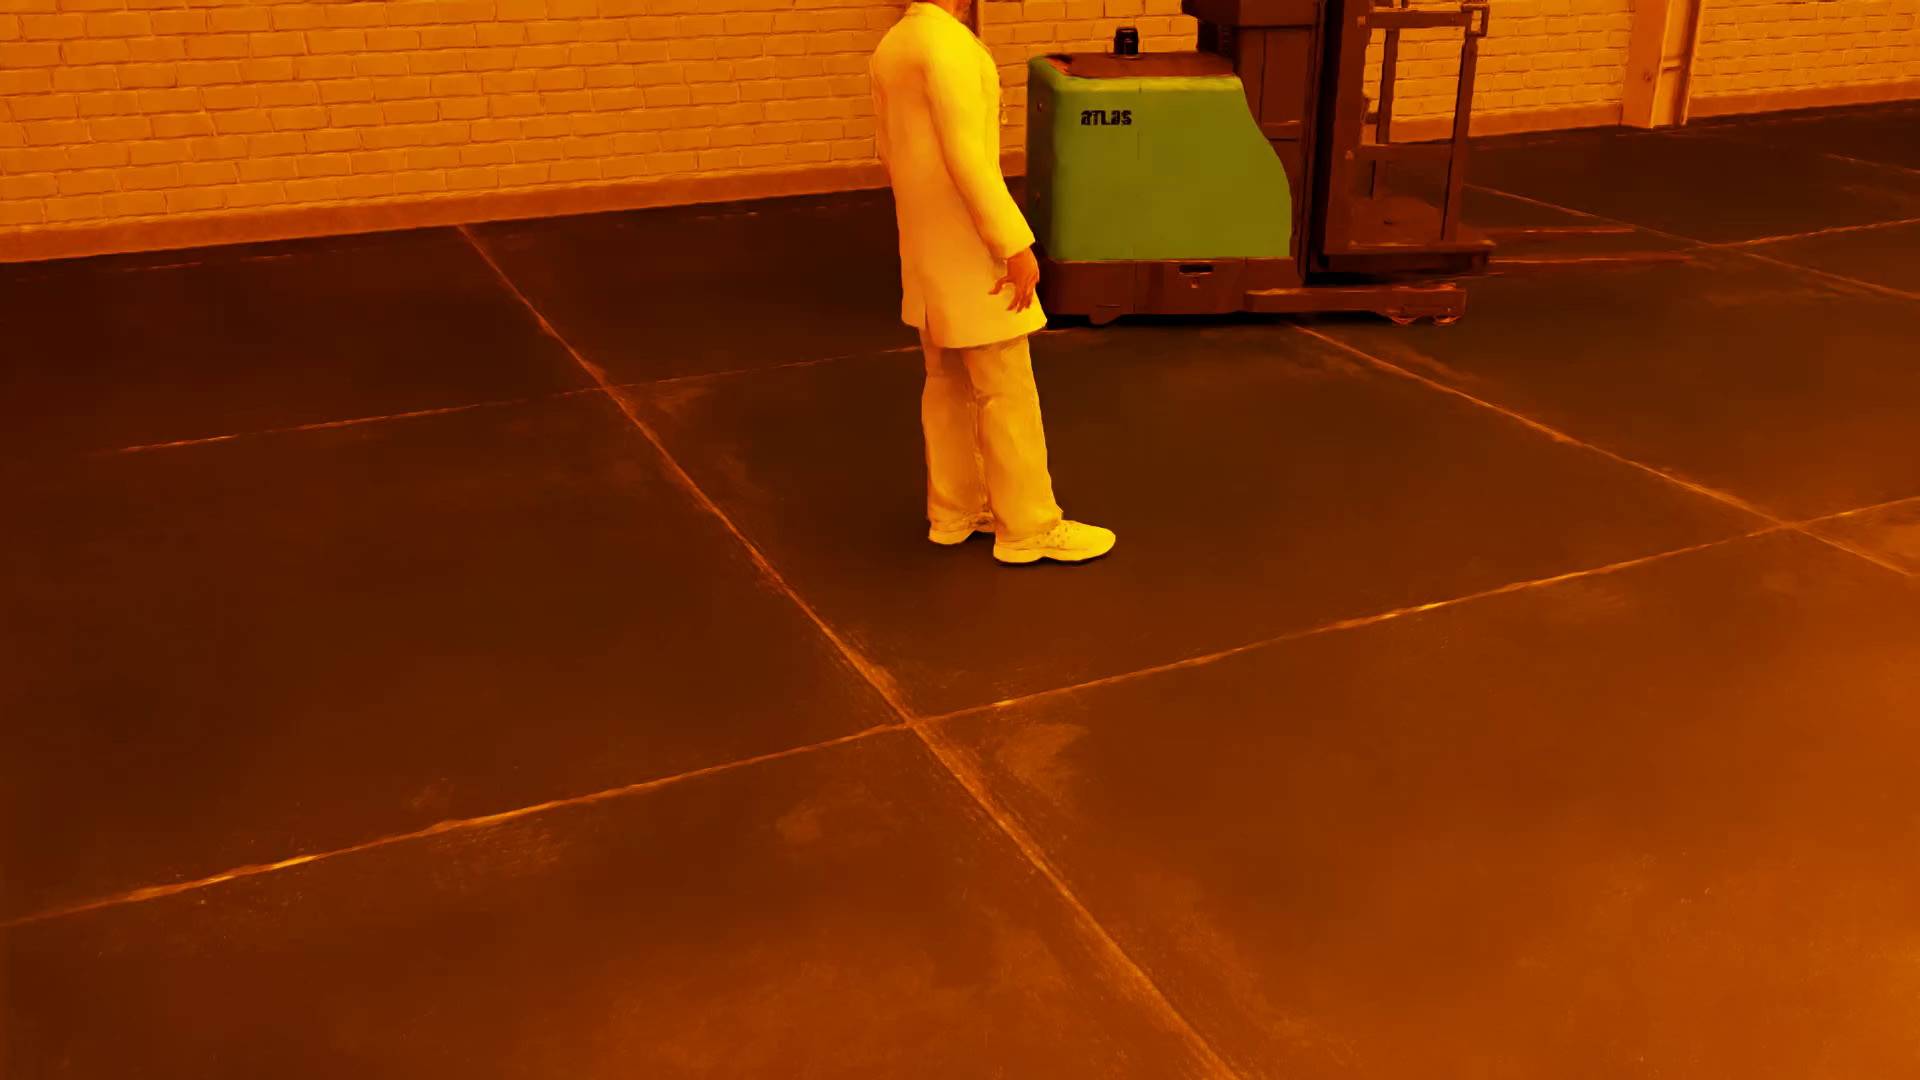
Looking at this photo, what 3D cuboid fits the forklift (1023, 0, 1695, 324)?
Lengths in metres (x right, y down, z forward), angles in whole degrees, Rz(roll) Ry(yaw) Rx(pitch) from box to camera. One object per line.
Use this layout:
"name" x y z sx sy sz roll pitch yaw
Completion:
"forklift" 1.849 -2.521 7.355 3.031 2.935 1.130 -2 23 -5

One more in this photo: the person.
"person" 0.084 -0.841 4.795 0.579 1.776 0.694 -10 25 -23
